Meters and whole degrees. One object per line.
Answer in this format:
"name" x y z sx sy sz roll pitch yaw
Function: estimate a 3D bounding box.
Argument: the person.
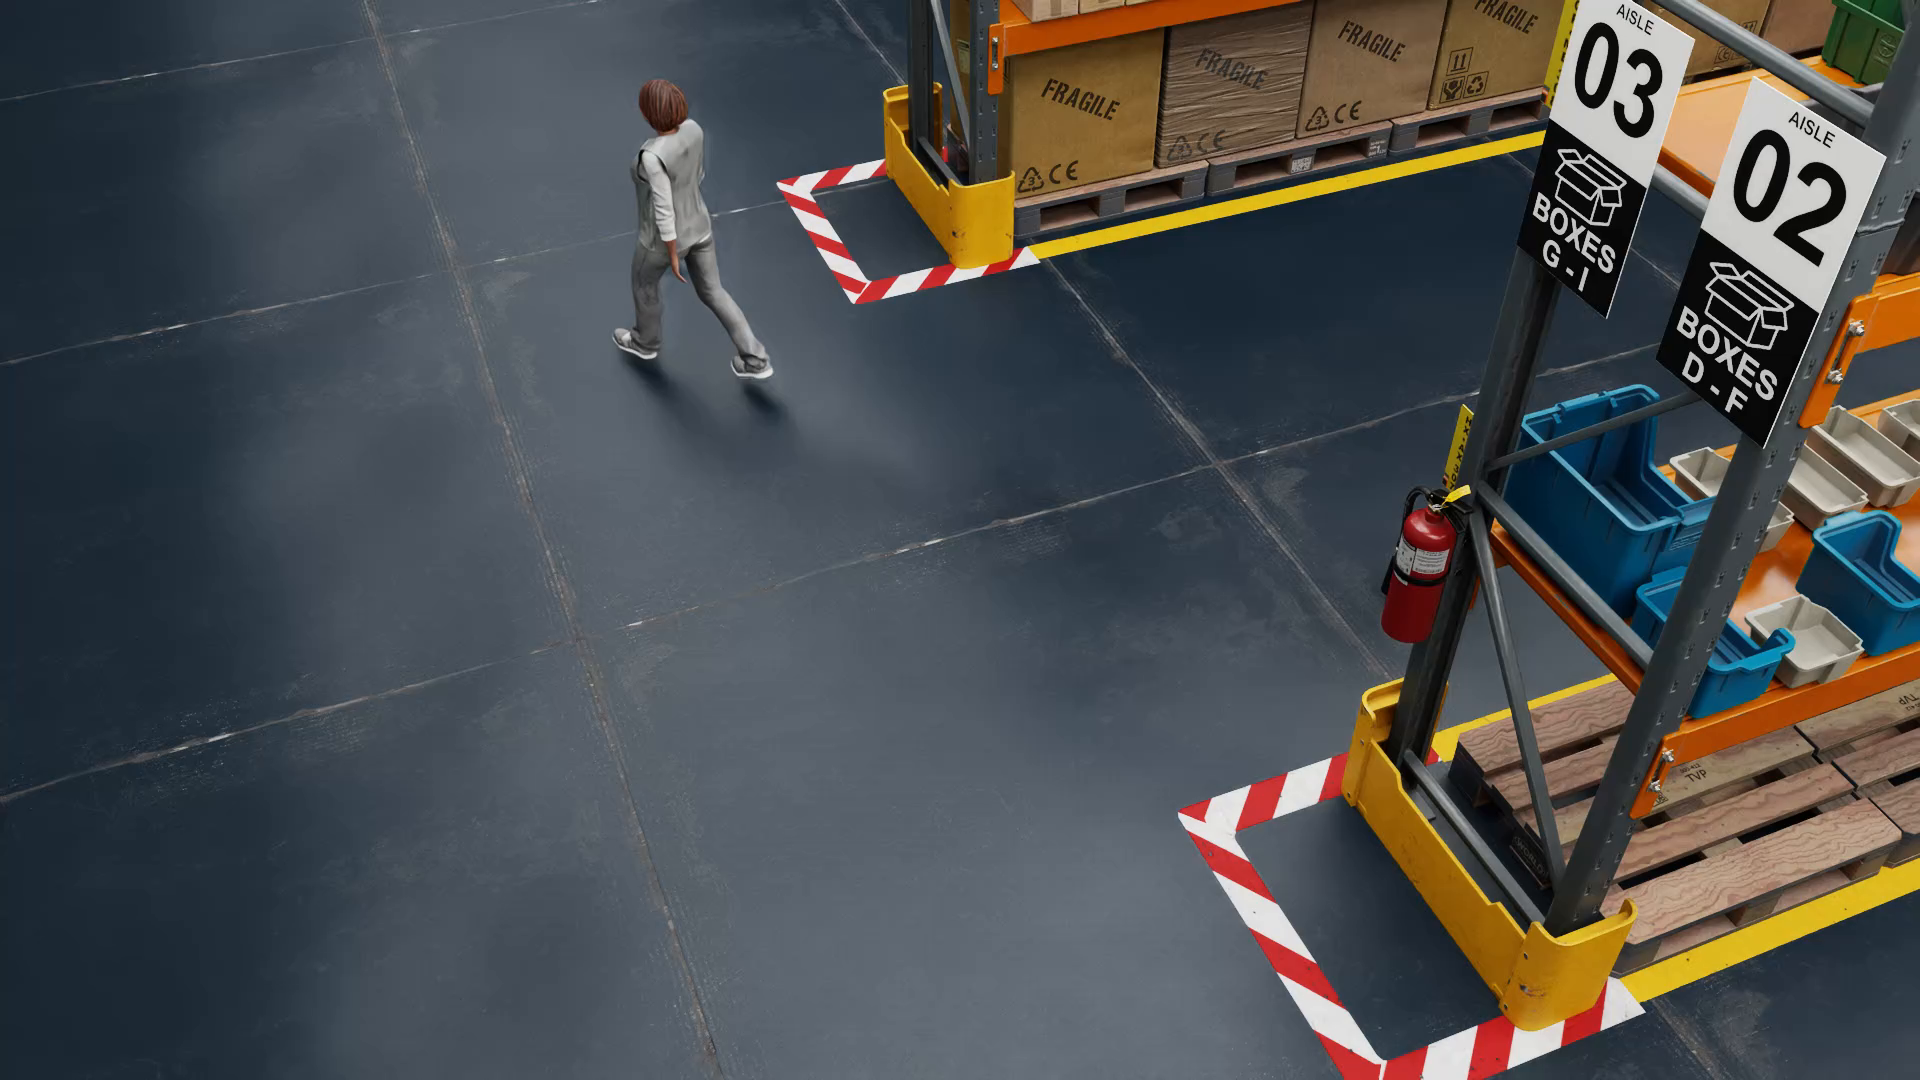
"person" -1.315 -1.439 7.748 0.936 1.530 0.416 26 48 26
